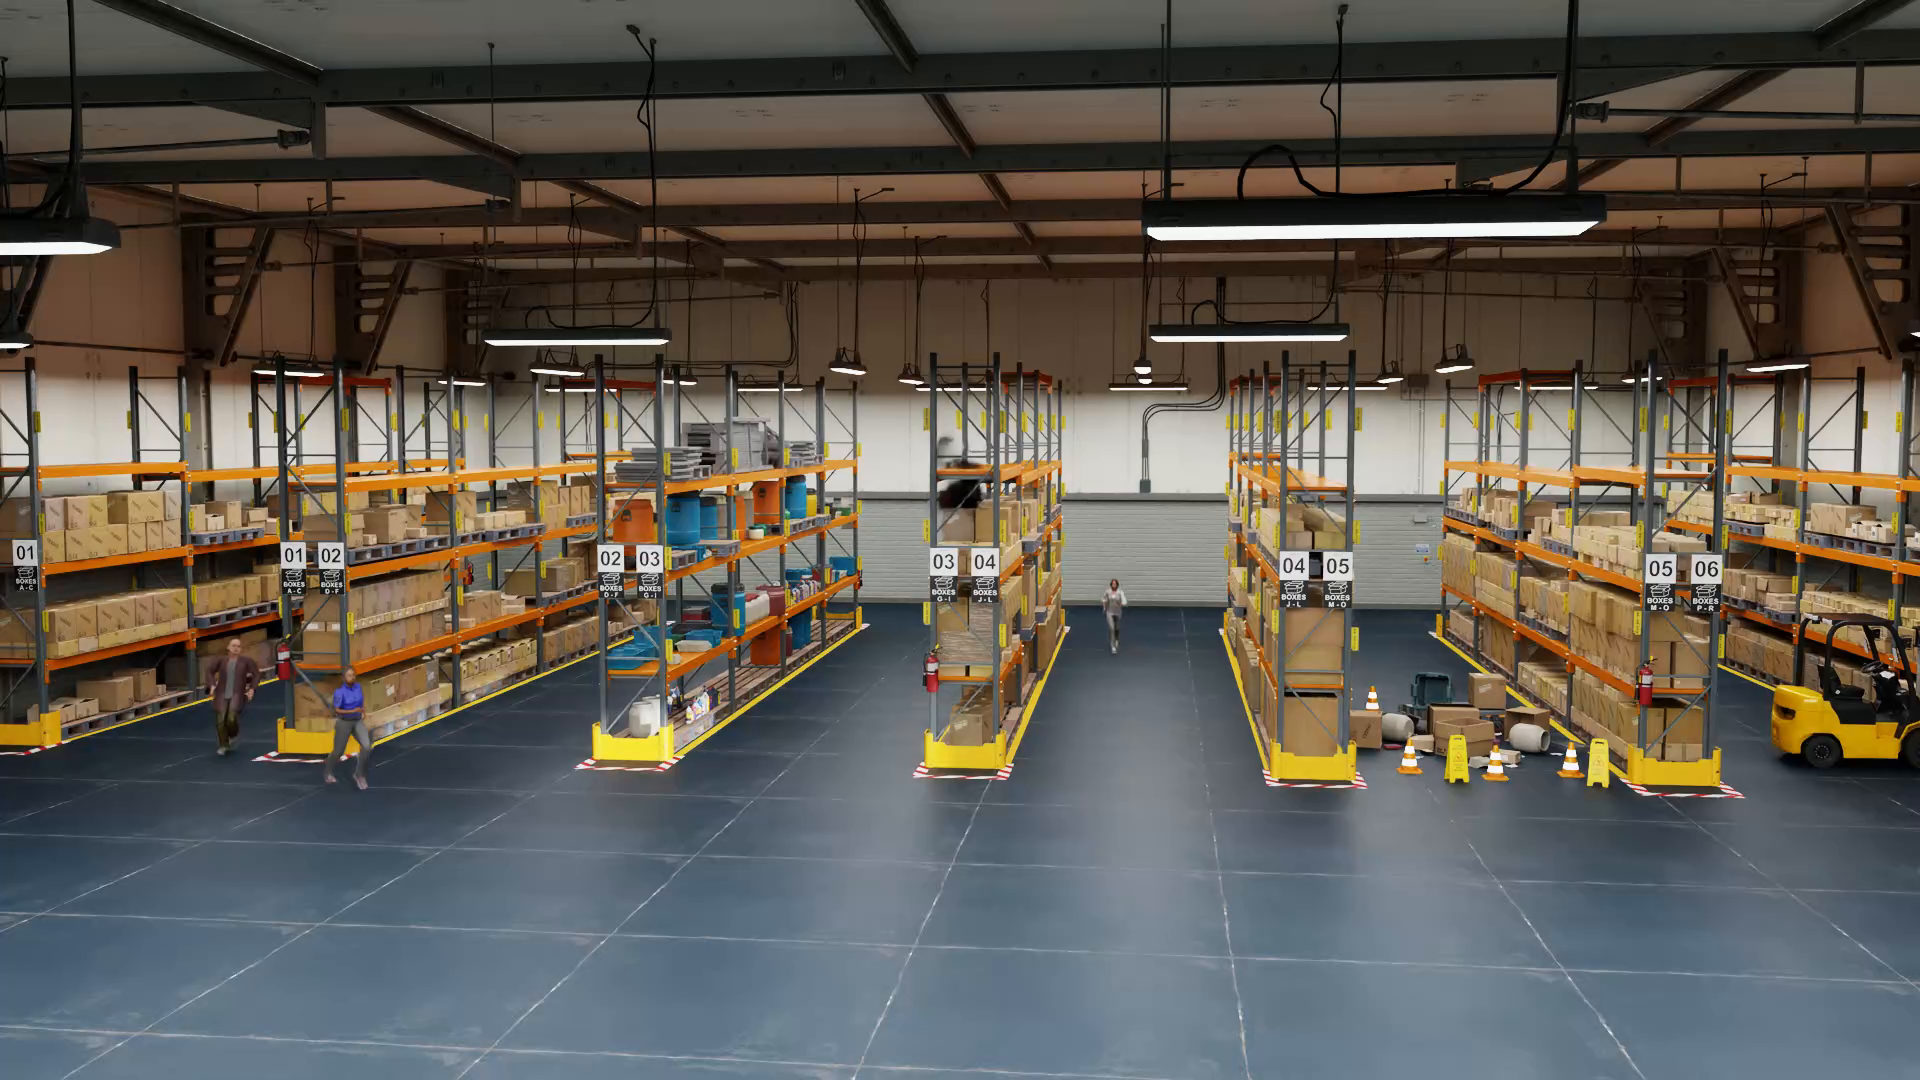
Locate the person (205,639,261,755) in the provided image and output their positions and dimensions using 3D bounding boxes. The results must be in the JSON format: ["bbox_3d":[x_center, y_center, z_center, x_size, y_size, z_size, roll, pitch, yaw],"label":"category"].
[{"bbox_3d":[-11.014,2.366,25.176,0.784,1.731,0.570,-1,4,-12],"label":"person"}]

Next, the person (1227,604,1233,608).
[{"bbox_3d":[6.789,1.325,40.443,0.575,1.646,0.636,-1,4,-14],"label":"person"}]

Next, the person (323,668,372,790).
[{"bbox_3d":[-8.349,2.574,22.761,0.874,1.691,0.588,3,5,38],"label":"person"}]

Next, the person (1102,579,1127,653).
[{"bbox_3d":[3.352,1.625,36.145,0.534,1.587,0.885,0,4,3],"label":"person"}]
